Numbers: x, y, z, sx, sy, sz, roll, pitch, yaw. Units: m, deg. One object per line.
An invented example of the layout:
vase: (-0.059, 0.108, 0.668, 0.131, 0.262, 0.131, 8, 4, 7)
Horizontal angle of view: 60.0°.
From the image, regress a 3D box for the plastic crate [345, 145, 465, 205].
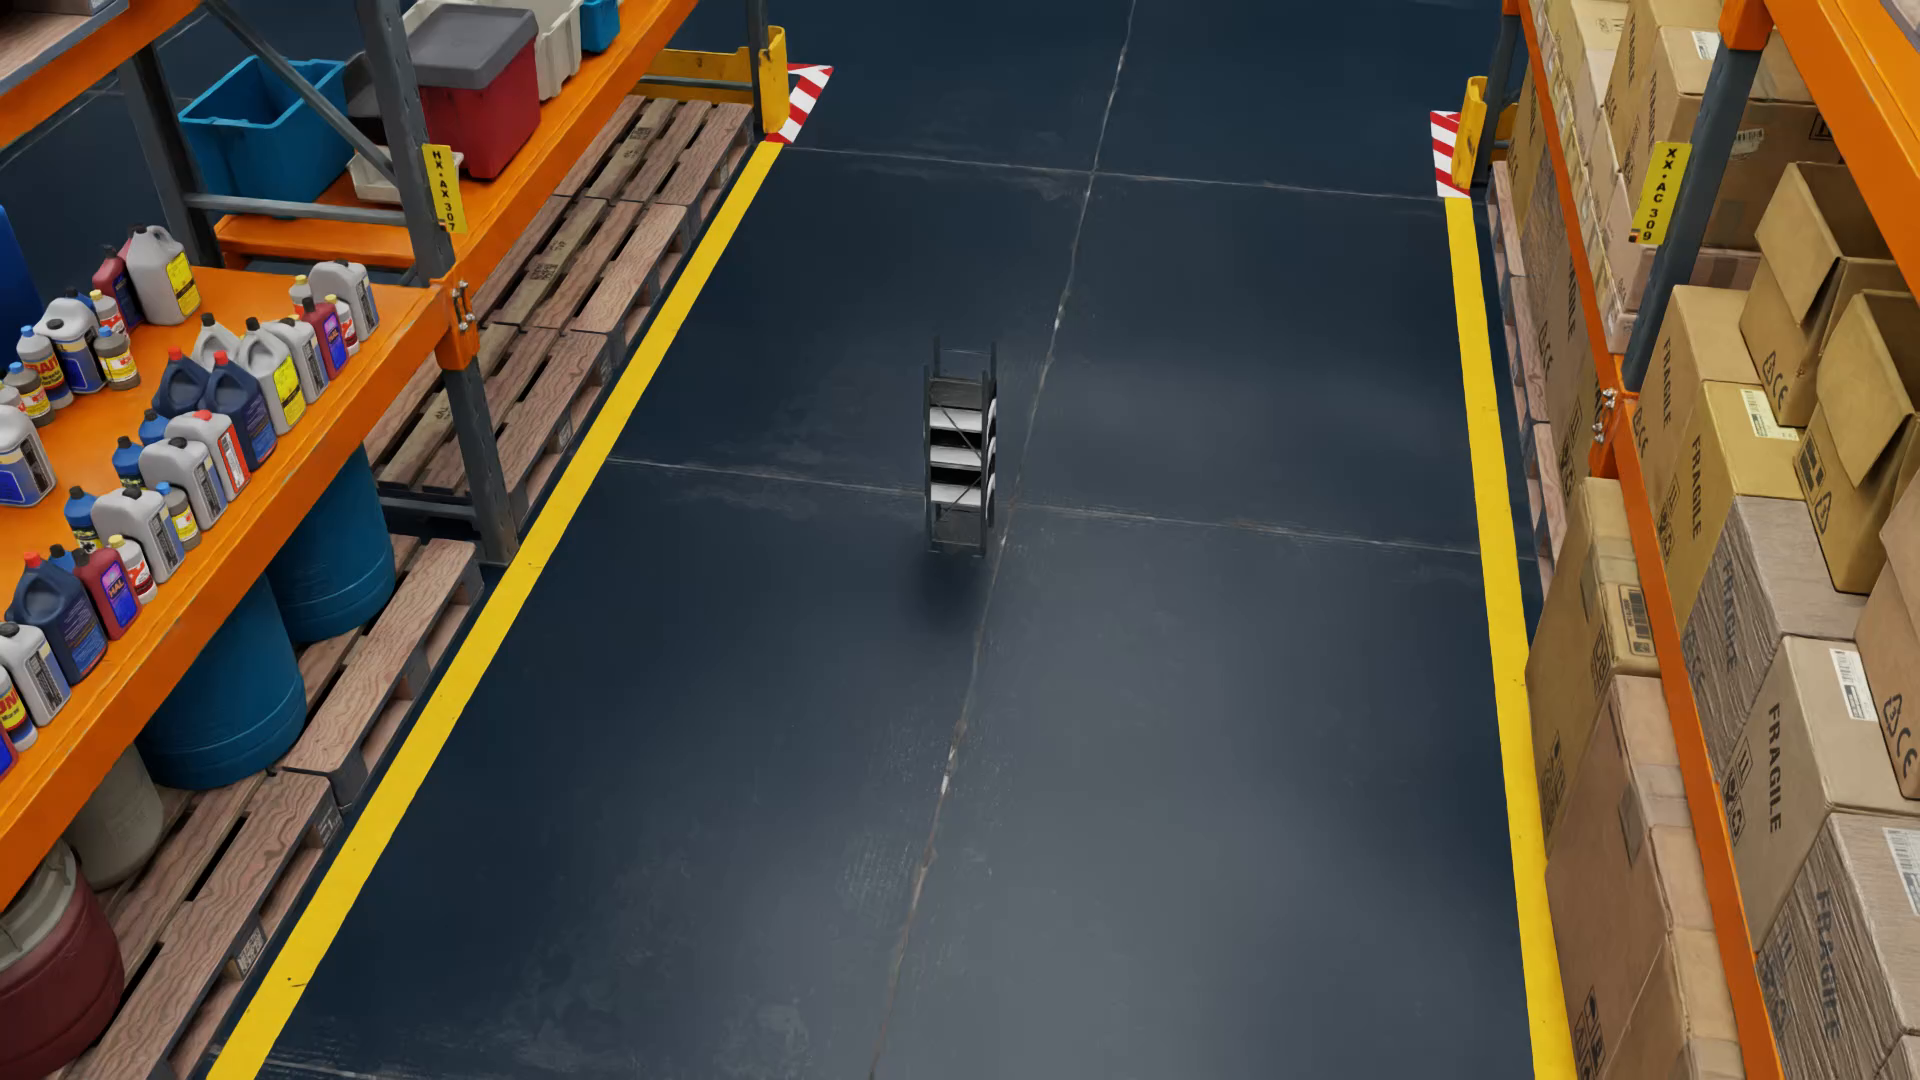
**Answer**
plastic crate: (-2.056, -1.335, 6.171, 0.396, 0.136, 0.243, 6, 40, 8)

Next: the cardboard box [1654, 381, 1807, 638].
cardboard box: (2.189, -0.053, 4.382, 0.500, 0.500, 0.500, 6, 40, 8)

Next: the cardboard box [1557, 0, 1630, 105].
cardboard box: (2.685, -1.917, 6.599, 0.500, 0.250, 0.500, 6, 40, 7)

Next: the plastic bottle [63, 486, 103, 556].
plastic bottle: (-2.367, -0.031, 4.535, 0.097, 0.271, 0.097, 0, 40, 0)

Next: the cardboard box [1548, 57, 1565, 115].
cardboard box: (2.641, -1.853, 6.834, 0.380, 0.149, 0.250, 5, 40, 7)

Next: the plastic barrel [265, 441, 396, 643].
plastic barrel: (-2.389, -0.151, 5.896, 0.600, 0.901, 0.708, 6, 40, 8)

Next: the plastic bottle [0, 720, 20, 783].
plastic bottle: (-2.332, 0.462, 3.929, 0.061, 0.283, 0.133, 6, 40, 8)

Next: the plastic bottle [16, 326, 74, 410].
plastic bottle: (-2.843, -0.540, 5.150, 0.097, 0.271, 0.097, 0, 40, 0)

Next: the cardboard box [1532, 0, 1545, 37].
cardboard box: (2.775, -2.333, 7.415, 0.380, 0.149, 0.250, 6, 40, 7)

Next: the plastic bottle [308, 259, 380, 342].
plastic bottle: (-2.027, -0.807, 5.469, 0.152, 0.276, 0.135, 6, 40, 8)

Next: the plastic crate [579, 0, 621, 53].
plastic crate: (-1.688, -2.289, 7.249, 0.416, 0.233, 0.300, 6, 40, 8)

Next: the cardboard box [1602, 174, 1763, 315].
cardboard box: (2.418, -0.954, 5.434, 0.500, 0.250, 0.500, 6, 40, 7)

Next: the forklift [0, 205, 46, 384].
forklift: (-5.410, -1.482, 6.242, 3.031, 2.935, 1.130, 4, 40, 4)

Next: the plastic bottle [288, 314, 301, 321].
plastic bottle: (-2.104, -0.625, 5.308, 0.097, 0.201, 0.097, 0, 40, 0)

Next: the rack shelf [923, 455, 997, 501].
rack shelf: (0.001, -0.257, 6.548, 0.258, 0.077, 0.200, 6, 40, 8)

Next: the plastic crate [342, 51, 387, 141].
plastic crate: (-2.349, -1.787, 6.726, 0.437, 0.125, 0.590, 6, 40, 8)

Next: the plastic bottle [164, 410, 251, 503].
plastic bottle: (-2.178, -0.261, 4.809, 0.152, 0.276, 0.135, 6, 40, 8)

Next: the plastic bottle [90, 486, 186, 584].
plastic bottle: (-2.241, -0.031, 4.531, 0.152, 0.276, 0.135, 6, 40, 8)

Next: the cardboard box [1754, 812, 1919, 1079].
cardboard box: (1.928, 0.905, 3.223, 0.500, 0.500, 0.500, 5, 40, 6)

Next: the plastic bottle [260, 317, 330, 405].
plastic bottle: (-2.091, -0.577, 5.192, 0.152, 0.276, 0.135, 6, 40, 8)

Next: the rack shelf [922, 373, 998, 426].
rack shelf: (0.001, -0.534, 6.319, 0.258, 0.077, 0.200, 6, 40, 8)

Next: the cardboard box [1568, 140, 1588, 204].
cardboard box: (2.508, -1.368, 6.248, 0.380, 0.149, 0.250, 7, 40, 9)

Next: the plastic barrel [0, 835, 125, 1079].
plastic barrel: (-2.707, 1.123, 4.601, 0.600, 0.588, 0.708, 6, 40, 8)

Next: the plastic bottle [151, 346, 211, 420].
plastic bottle: (-2.288, -0.405, 4.925, 0.144, 0.351, 0.185, 6, 40, 8)

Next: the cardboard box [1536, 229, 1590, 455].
cardboard box: (2.949, -0.905, 6.828, 0.875, 0.875, 0.875, 6, 40, 8)

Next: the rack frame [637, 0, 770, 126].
rack frame: (-1.585, -3.648, 8.808, 1.000, 3.000, 0.127, 6, 40, 8)

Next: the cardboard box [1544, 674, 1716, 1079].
cardboard box: (2.356, 1.030, 4.488, 1.225, 0.875, 0.875, 5, 40, 6)

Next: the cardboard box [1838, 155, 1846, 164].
cardboard box: (2.935, -1.210, 5.155, 0.500, 0.500, 0.500, 6, 40, 8)

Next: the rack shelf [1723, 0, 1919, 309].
rack shelf: (2.254, -0.215, 2.867, 1.077, 0.370, 4.000, 6, 40, 8)

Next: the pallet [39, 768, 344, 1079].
pallet: (-2.661, 1.185, 5.151, 1.003, 0.211, 1.213, 6, 40, 8)

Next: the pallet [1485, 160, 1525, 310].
pallet: (3.231, -1.517, 8.419, 1.003, 0.211, 1.213, 6, 40, 8)

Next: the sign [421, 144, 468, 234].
sign: (-1.736, -1.182, 5.609, 0.100, 0.325, 0.005, 6, 40, 8)

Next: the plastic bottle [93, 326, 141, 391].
plastic bottle: (-2.670, -0.581, 5.254, 0.097, 0.201, 0.097, 0, 40, 0)

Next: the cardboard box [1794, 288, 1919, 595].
cardboard box: (2.368, -0.185, 3.754, 0.797, 0.503, 0.637, 7, 40, 8)

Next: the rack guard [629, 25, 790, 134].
rack guard: (-1.594, -2.701, 9.625, 1.175, 0.500, 0.348, 6, 40, 8)

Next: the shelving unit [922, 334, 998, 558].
shelving unit: (0.001, -0.352, 6.469, 0.258, 0.900, 0.210, 6, 40, 8)

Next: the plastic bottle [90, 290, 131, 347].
plastic bottle: (-2.786, -0.720, 5.422, 0.097, 0.201, 0.097, 0, 40, 0)

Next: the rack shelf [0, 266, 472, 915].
rack shelf: (-2.624, 0.395, 4.483, 1.077, 0.370, 4.000, 6, 40, 8)

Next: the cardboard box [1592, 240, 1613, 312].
cardboard box: (2.375, -0.884, 5.662, 0.380, 0.149, 0.250, 7, 40, 9)

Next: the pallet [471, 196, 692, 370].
pallet: (-1.980, -1.296, 8.152, 1.003, 0.211, 1.213, 6, 40, 8)

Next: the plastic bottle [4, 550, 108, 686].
plastic bottle: (-2.305, 0.186, 4.210, 0.144, 0.351, 0.185, 6, 40, 8)
